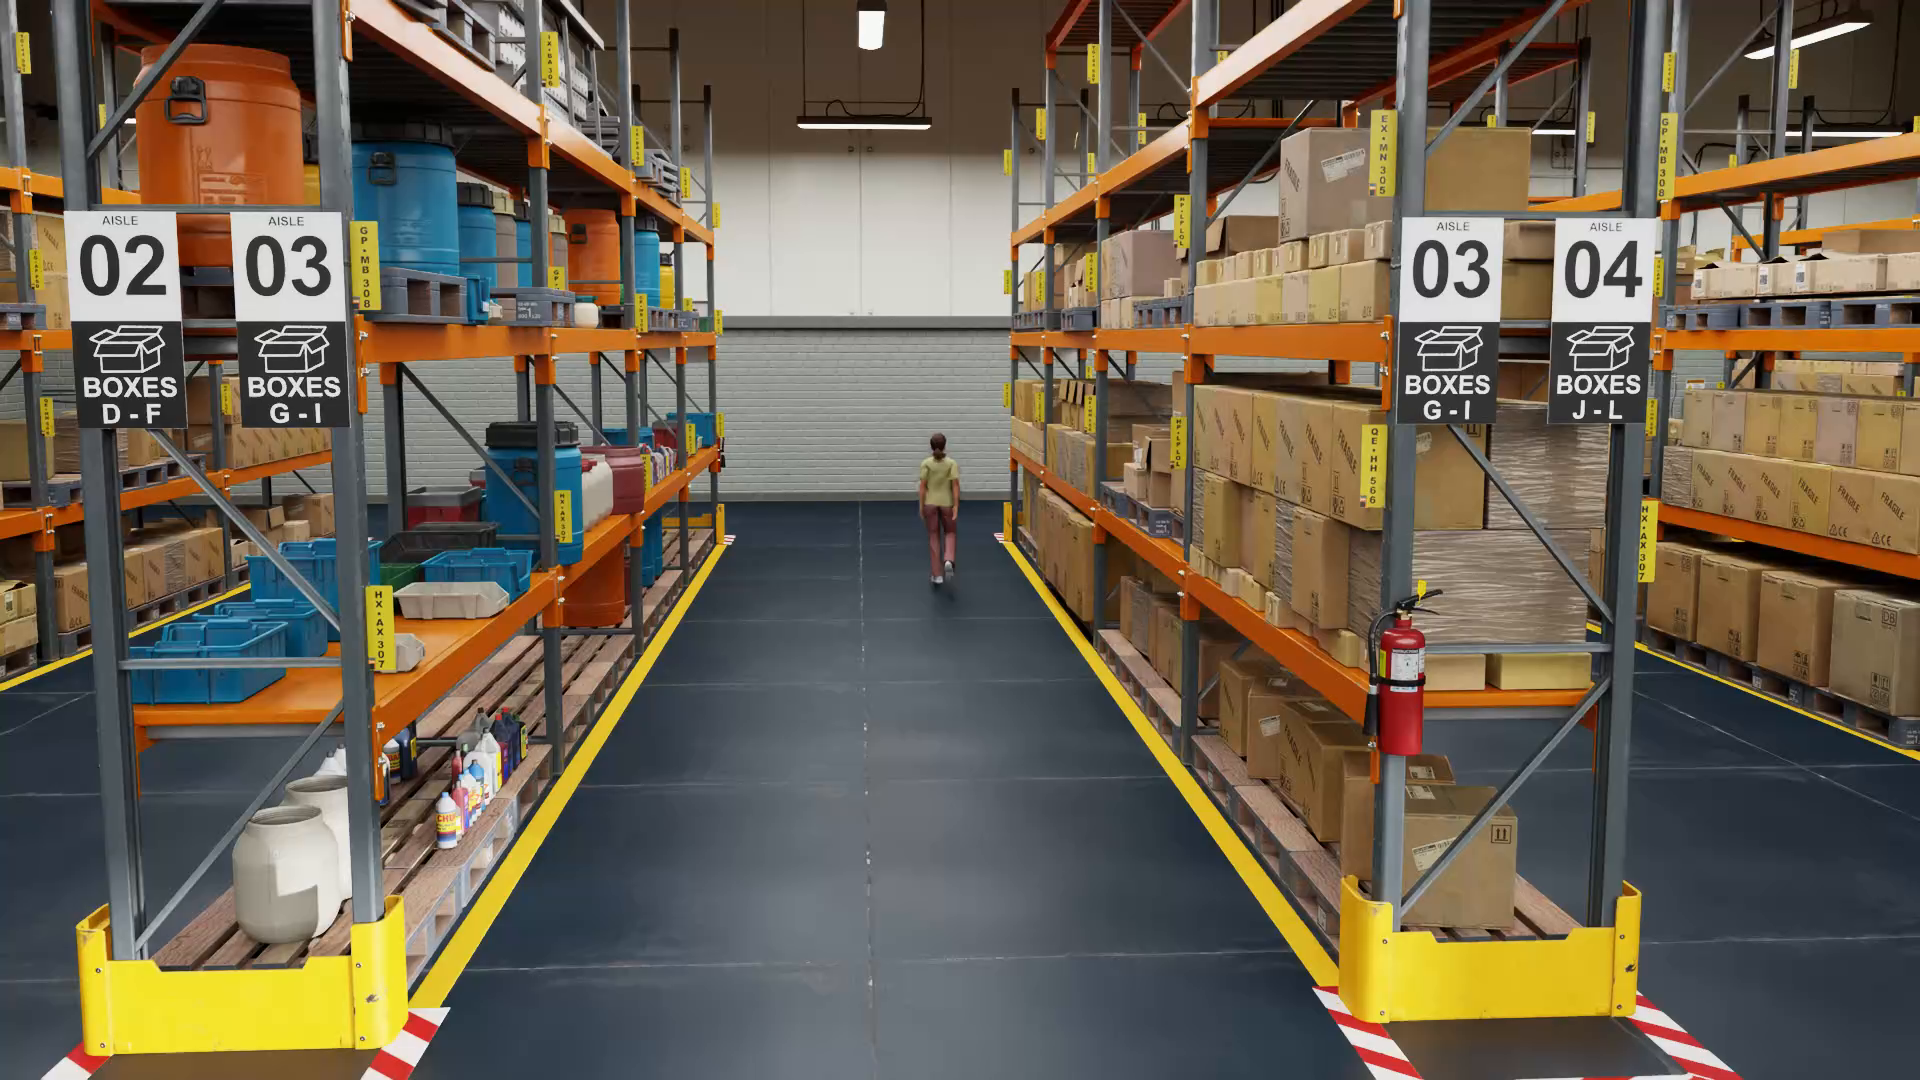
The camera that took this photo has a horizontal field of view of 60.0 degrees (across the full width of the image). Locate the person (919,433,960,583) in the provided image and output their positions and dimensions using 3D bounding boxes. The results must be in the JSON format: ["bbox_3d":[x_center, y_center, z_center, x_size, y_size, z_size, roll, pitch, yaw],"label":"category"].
[{"bbox_3d":[-0.234,-0.358,18.521,0.452,1.670,0.457,0,7,-4],"label":"person"}]
